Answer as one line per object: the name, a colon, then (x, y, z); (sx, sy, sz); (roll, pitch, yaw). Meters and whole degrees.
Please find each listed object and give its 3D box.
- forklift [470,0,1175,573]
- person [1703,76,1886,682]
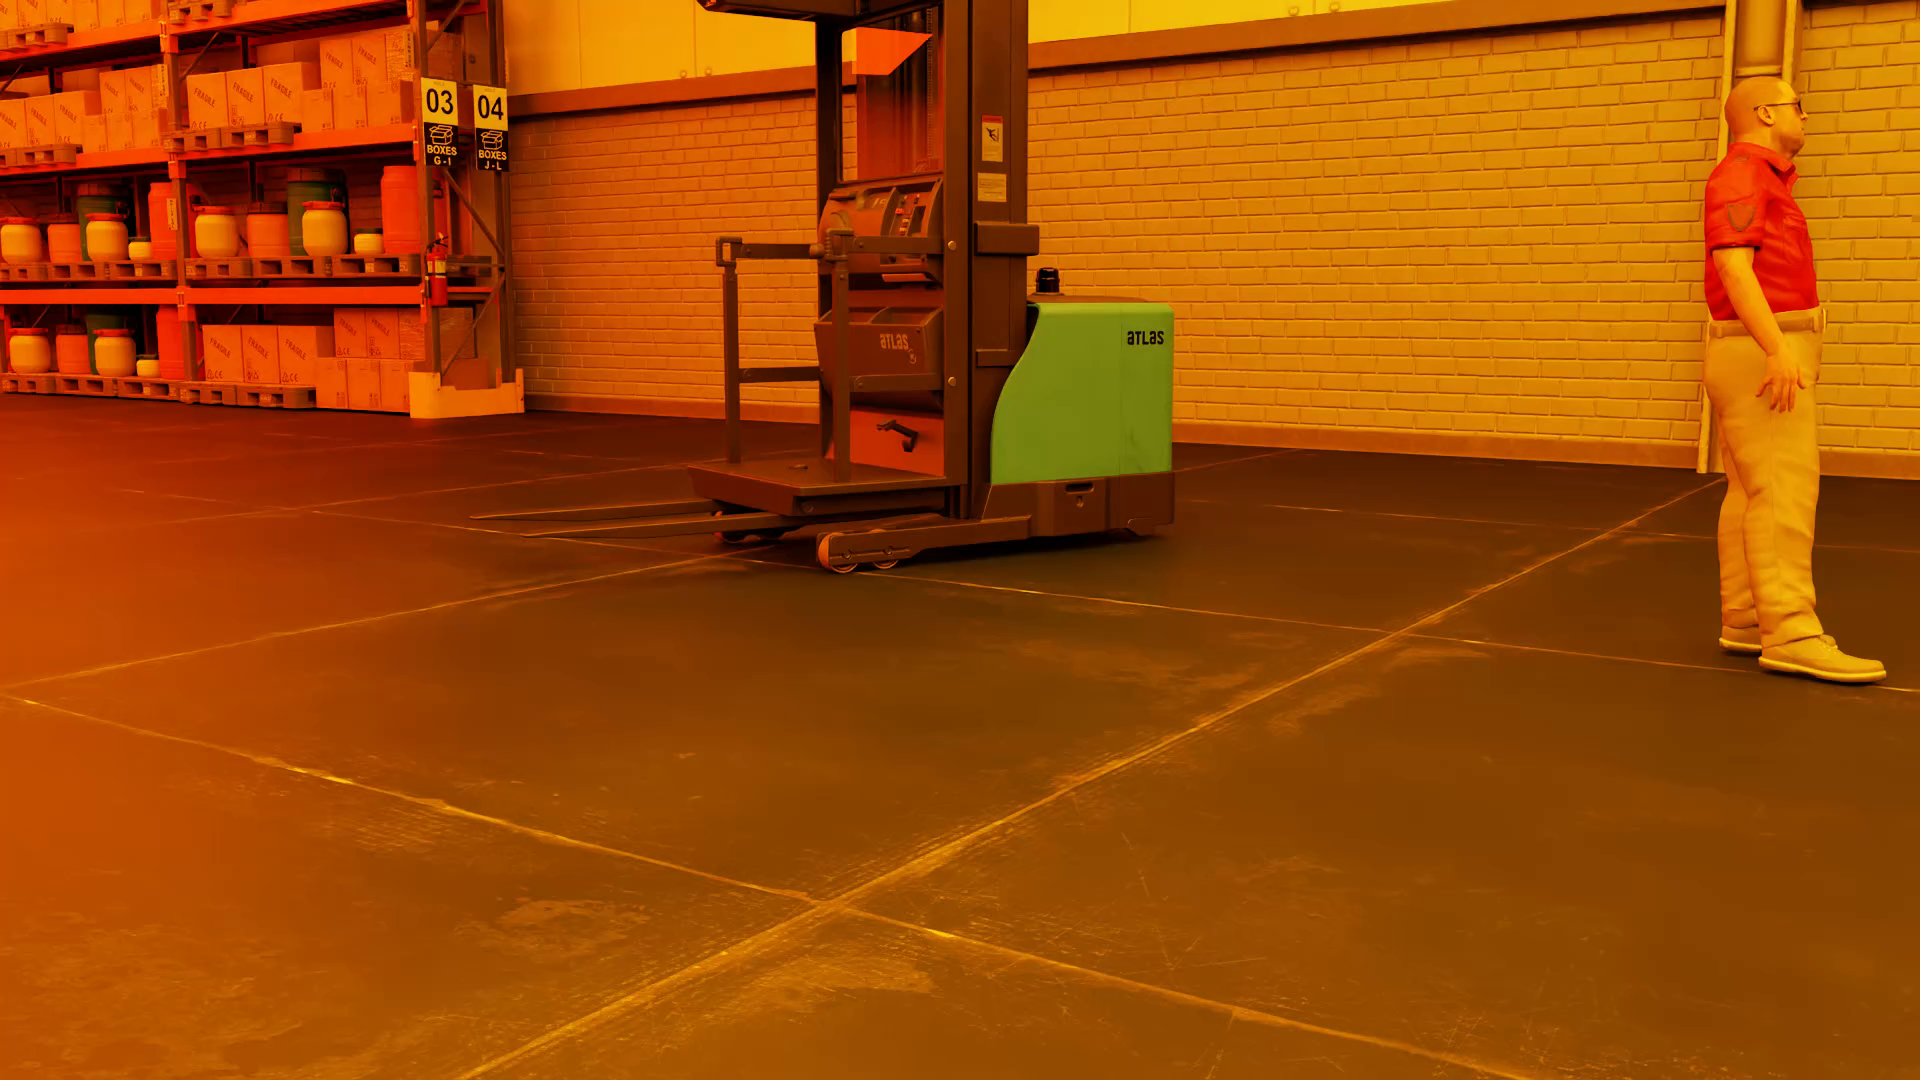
forklift: (-0.524, -1.402, 7.054); (3.031, 2.935, 1.130); (-5, 10, -33)
person: (2.480, -0.501, 4.933); (0.551, 1.727, 0.640); (4, 9, 25)
